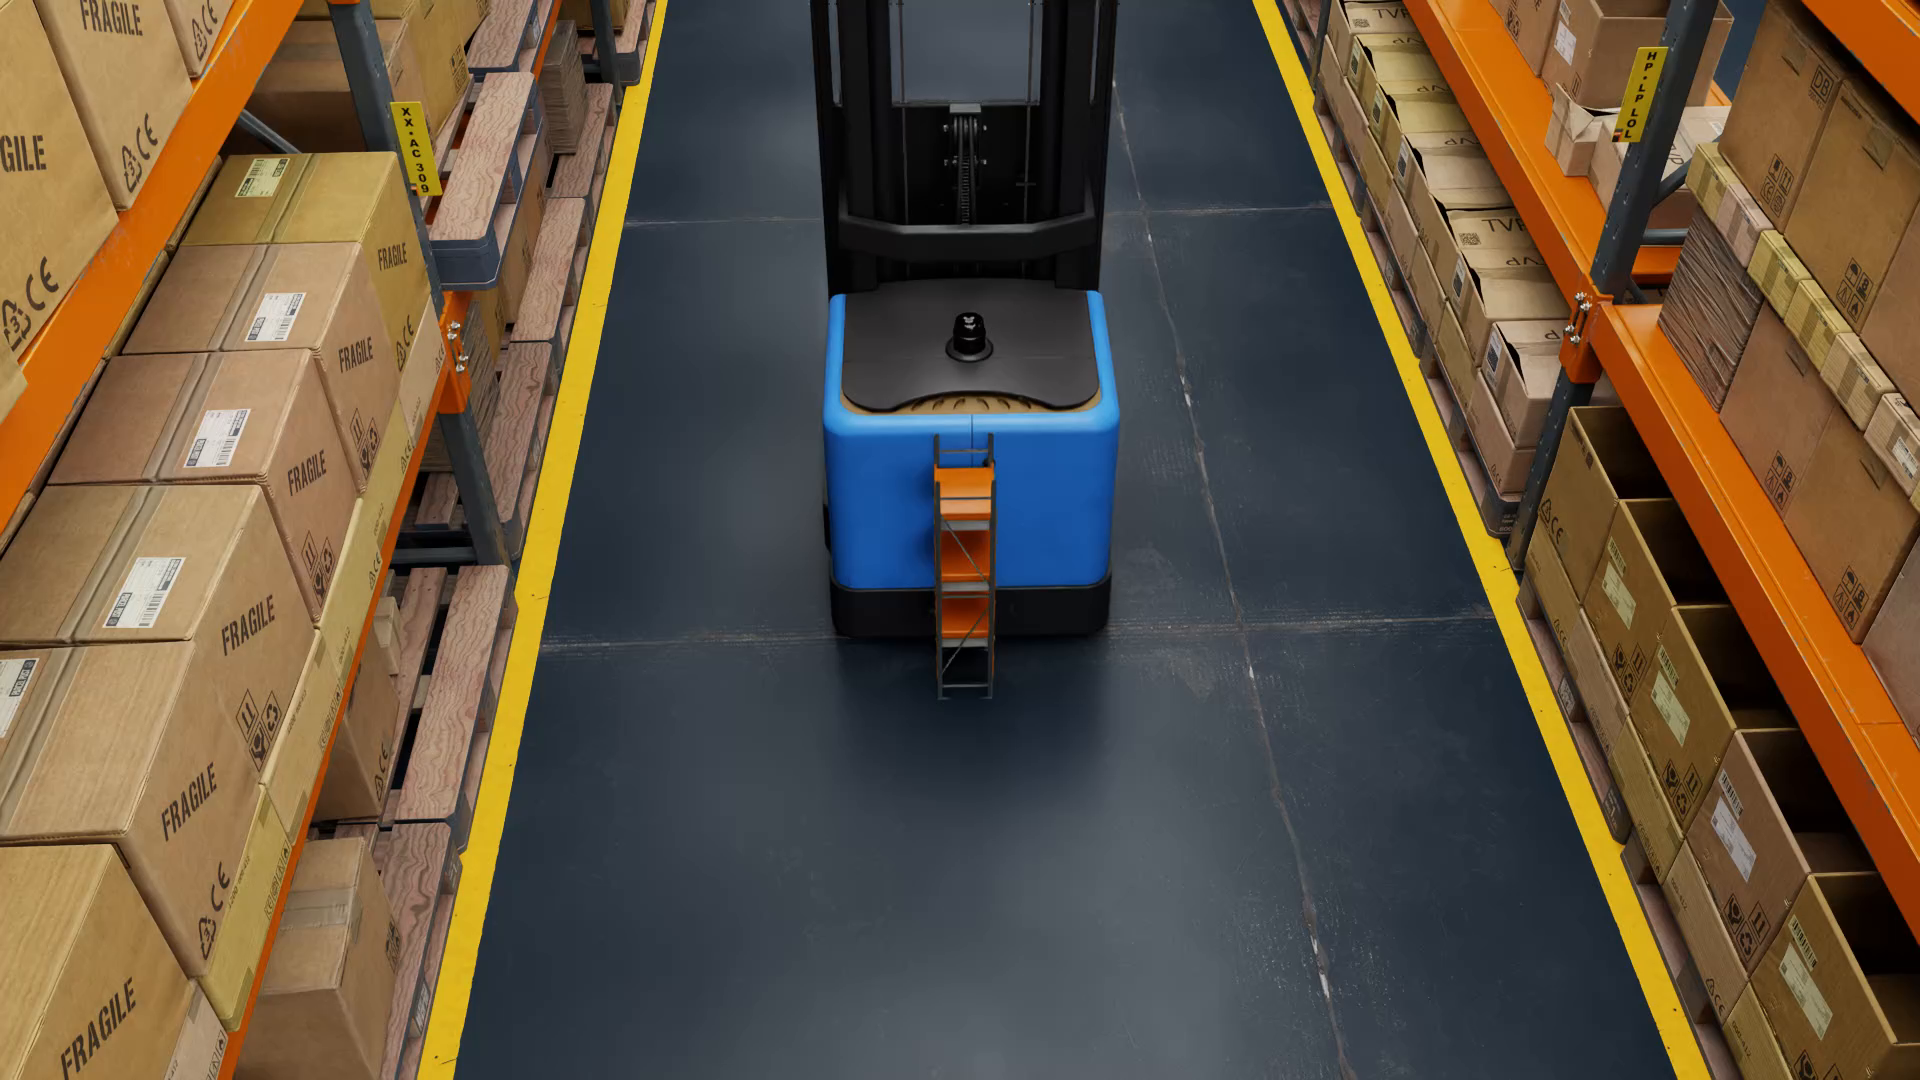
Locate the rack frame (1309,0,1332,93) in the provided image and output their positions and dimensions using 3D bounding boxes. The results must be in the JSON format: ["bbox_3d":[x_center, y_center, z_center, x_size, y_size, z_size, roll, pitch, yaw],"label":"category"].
[{"bbox_3d":[2.526,-3.732,8.602,1.000,3.000,0.127,-2,43,-2],"label":"rack frame"}]

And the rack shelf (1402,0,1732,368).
[{"bbox_3d":[2.611,-2.117,7.372,1.077,0.370,4.000,-2,43,-2],"label":"rack shelf"}]

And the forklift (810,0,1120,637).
[{"bbox_3d":[0.007,-1.693,6.427,1.130,2.935,3.031,-1,43,-1],"label":"forklift"}]

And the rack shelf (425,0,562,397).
[{"bbox_3d":[-2.338,-1.972,7.214,1.077,0.370,4.000,-2,43,-2],"label":"rack shelf"}]

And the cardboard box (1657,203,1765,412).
[{"bbox_3d":[2.721,-0.769,5.295,0.700,0.500,0.500,-3,43,-3],"label":"cardboard box"}]

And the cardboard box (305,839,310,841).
[{"bbox_3d":[-2.205,1.082,5.134,0.380,0.149,0.250,-5,43,-5],"label":"cardboard box"}]

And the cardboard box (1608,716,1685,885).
[{"bbox_3d":[2.445,0.824,5.355,0.500,0.250,0.500,-2,43,-2],"label":"cardboard box"}]

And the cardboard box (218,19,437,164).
[{"bbox_3d":[-2.241,-1.430,5.691,0.700,0.500,0.500,-2,43,-2],"label":"cardboard box"}]

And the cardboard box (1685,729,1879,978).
[{"bbox_3d":[2.469,0.885,4.733,0.500,0.500,0.500,-2,43,-2],"label":"cardboard box"}]

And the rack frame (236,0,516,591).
[{"bbox_3d":[-2.253,-0.887,5.498,1.000,3.000,0.127,-2,43,-2],"label":"rack frame"}]

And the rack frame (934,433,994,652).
[{"bbox_3d":[0.013,0.032,5.938,0.200,1.050,0.008,-1,43,-1],"label":"rack frame"}]

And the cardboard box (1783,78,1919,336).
[{"bbox_3d":[2.744,-0.906,4.485,0.700,0.500,0.500,-2,43,-2],"label":"cardboard box"}]

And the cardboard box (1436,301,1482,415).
[{"bbox_3d":[2.369,-0.786,7.112,0.500,0.250,0.500,-2,43,-2],"label":"cardboard box"}]

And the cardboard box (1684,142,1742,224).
[{"bbox_3d":[2.514,-1.121,5.199,0.380,0.149,0.250,-2,43,-2],"label":"cardboard box"}]

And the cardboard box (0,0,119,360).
[{"bbox_3d":[-1.905,-0.645,2.925,0.500,0.500,0.500,1,43,1],"label":"cardboard box"}]

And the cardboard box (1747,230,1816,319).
[{"bbox_3d":[2.538,-0.777,4.824,0.380,0.149,0.250,-3,43,-3],"label":"cardboard box"}]

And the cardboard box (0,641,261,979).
[{"bbox_3d":[-1.830,0.571,3.448,0.500,0.500,0.500,-3,43,-3],"label":"cardboard box"}]

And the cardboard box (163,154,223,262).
[{"bbox_3d":[-2.442,-0.792,4.935,0.500,0.500,0.500,-3,43,-3],"label":"cardboard box"}]

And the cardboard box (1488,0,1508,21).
[{"bbox_3d":[2.614,-2.636,7.332,0.500,0.500,0.500,-4,43,-4],"label":"cardboard box"}]

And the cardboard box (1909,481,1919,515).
[{"bbox_3d":[2.583,-0.075,4.058,0.380,0.149,0.250,-2,43,-2],"label":"cardboard box"}]

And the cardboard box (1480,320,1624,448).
[{"bbox_3d":[2.392,-0.645,6.542,0.500,0.311,0.500,-2,43,-2],"label":"cardboard box"}]

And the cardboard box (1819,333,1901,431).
[{"bbox_3d":[2.559,-0.431,4.446,0.380,0.149,0.250,-3,43,-3],"label":"cardboard box"}]

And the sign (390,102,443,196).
[{"bbox_3d":[-1.711,-1.227,5.228,0.100,0.325,0.005,-2,43,-2],"label":"sign"}]

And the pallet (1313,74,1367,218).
[{"bbox_3d":[2.522,-2.147,8.936,1.003,0.211,1.213,-2,43,-2],"label":"pallet"}]

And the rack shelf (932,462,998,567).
[{"bbox_3d":[0.016,-0.087,5.664,0.215,0.259,0.240,-1,43,-1],"label":"rack shelf"}]

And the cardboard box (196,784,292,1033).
[{"bbox_3d":[-1.839,0.829,3.722,0.500,0.250,0.500,-2,43,-2],"label":"cardboard box"}]

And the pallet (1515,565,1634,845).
[{"bbox_3d":[2.688,0.534,6.011,1.003,0.211,1.213,-2,43,-2],"label":"pallet"}]

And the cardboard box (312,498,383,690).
[{"bbox_3d":[-1.880,0.148,4.465,0.500,0.250,0.500,-2,43,-2],"label":"cardboard box"}]

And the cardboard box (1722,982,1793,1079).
[{"bbox_3d":[2.492,1.499,4.618,0.500,0.250,0.500,-2,43,-2],"label":"cardboard box"}]

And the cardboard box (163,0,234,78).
[{"bbox_3d":[-1.976,-1.361,3.706,0.500,0.500,0.500,-5,43,-5],"label":"cardboard box"}]

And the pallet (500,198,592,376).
[{"bbox_3d":[-2.342,-1.210,7.914,1.003,0.211,1.213,-2,43,-2],"label":"pallet"}]

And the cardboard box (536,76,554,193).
[{"bbox_3d":[-2.434,-1.992,8.228,0.700,0.500,0.500,-2,43,-2],"label":"cardboard box"}]

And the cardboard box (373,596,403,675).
[{"bbox_3d":[-2.200,0.356,5.913,0.380,0.166,0.250,-7,43,-7],"label":"cardboard box"}]

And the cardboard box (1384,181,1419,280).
[{"bbox_3d":[2.327,-1.475,7.863,0.500,0.250,0.500,-1,43,-1],"label":"cardboard box"}]

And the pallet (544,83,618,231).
[{"bbox_3d":[-2.391,-2.032,8.810,1.003,0.211,1.213,-2,43,-2],"label":"pallet"}]

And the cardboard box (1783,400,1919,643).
[{"bbox_3d":[2.768,-0.074,4.537,0.700,0.500,0.500,-1,43,-1],"label":"cardboard box"}]

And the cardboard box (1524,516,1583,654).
[{"bbox_3d":[2.413,0.149,6.092,0.500,0.250,0.500,-2,43,-2],"label":"cardboard box"}]

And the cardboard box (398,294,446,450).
[{"bbox_3d":[-1.930,-0.528,5.202,0.500,0.250,0.500,-2,43,-2],"label":"cardboard box"}]

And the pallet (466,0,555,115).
[{"bbox_3d":[-2.298,-2.181,7.052,1.003,0.211,1.213,-2,43,-2],"label":"pallet"}]

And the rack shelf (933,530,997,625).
[{"bbox_3d":[0.016,0.122,5.855,0.215,0.259,0.240,-1,43,-1],"label":"rack shelf"}]

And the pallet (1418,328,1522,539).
[{"bbox_3d":[2.626,-0.500,7.139,1.003,0.211,1.213,-2,43,-2],"label":"pallet"}]

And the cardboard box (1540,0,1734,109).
[{"bbox_3d":[2.657,-1.943,6.576,0.500,0.500,0.500,1,43,1],"label":"cardboard box"}]

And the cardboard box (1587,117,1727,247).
[{"bbox_3d":[2.632,-1.307,6.067,0.500,0.250,0.500,1,43,1],"label":"cardboard box"}]

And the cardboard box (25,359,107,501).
[{"bbox_3d":[-2.408,-0.106,4.187,0.500,0.500,0.500,-1,43,-1],"label":"cardboard box"}]

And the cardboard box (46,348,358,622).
[{"bbox_3d":[-1.886,-0.128,4.211,0.500,0.500,0.500,-3,43,-3],"label":"cardboard box"}]

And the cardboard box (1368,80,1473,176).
[{"bbox_3d":[2.305,-2.019,8.042,0.500,0.311,0.500,-3,43,-3],"label":"cardboard box"}]

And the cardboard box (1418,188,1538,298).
[{"bbox_3d":[2.345,-1.333,7.293,0.500,0.311,0.500,-2,43,-2],"label":"cardboard box"}]

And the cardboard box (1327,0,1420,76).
[{"bbox_3d":[2.255,-2.718,8.804,0.500,0.311,0.500,0,43,0],"label":"cardboard box"}]

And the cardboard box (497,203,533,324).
[{"bbox_3d":[-2.354,-1.317,7.491,0.700,0.500,0.500,-1,43,-1],"label":"cardboard box"}]

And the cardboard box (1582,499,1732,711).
[{"bbox_3d":[2.432,0.210,5.470,0.500,0.500,0.500,-2,43,-2],"label":"cardboard box"}]

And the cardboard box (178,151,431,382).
[{"bbox_3d":[-1.924,-0.805,4.950,0.500,0.500,0.500,-2,43,-2],"label":"cardboard box"}]

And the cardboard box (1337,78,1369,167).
[{"bbox_3d":[2.277,-2.172,8.624,0.500,0.250,0.500,-3,43,-3],"label":"cardboard box"}]

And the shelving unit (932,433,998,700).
[{"bbox_3d":[0.016,0.114,5.848,0.215,1.050,0.252,-1,43,-1],"label":"shelving unit"}]

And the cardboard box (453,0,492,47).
[{"bbox_3d":[-2.316,-2.252,6.587,0.700,0.500,0.500,4,43,4],"label":"cardboard box"}]

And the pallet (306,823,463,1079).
[{"bbox_3d":[-2.134,1.419,5.046,1.003,0.211,1.213,-2,43,-2],"label":"pallet"}]

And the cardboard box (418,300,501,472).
[{"bbox_3d":[-2.301,-0.624,6.735,0.700,0.500,0.500,0,43,0],"label":"cardboard box"}]
